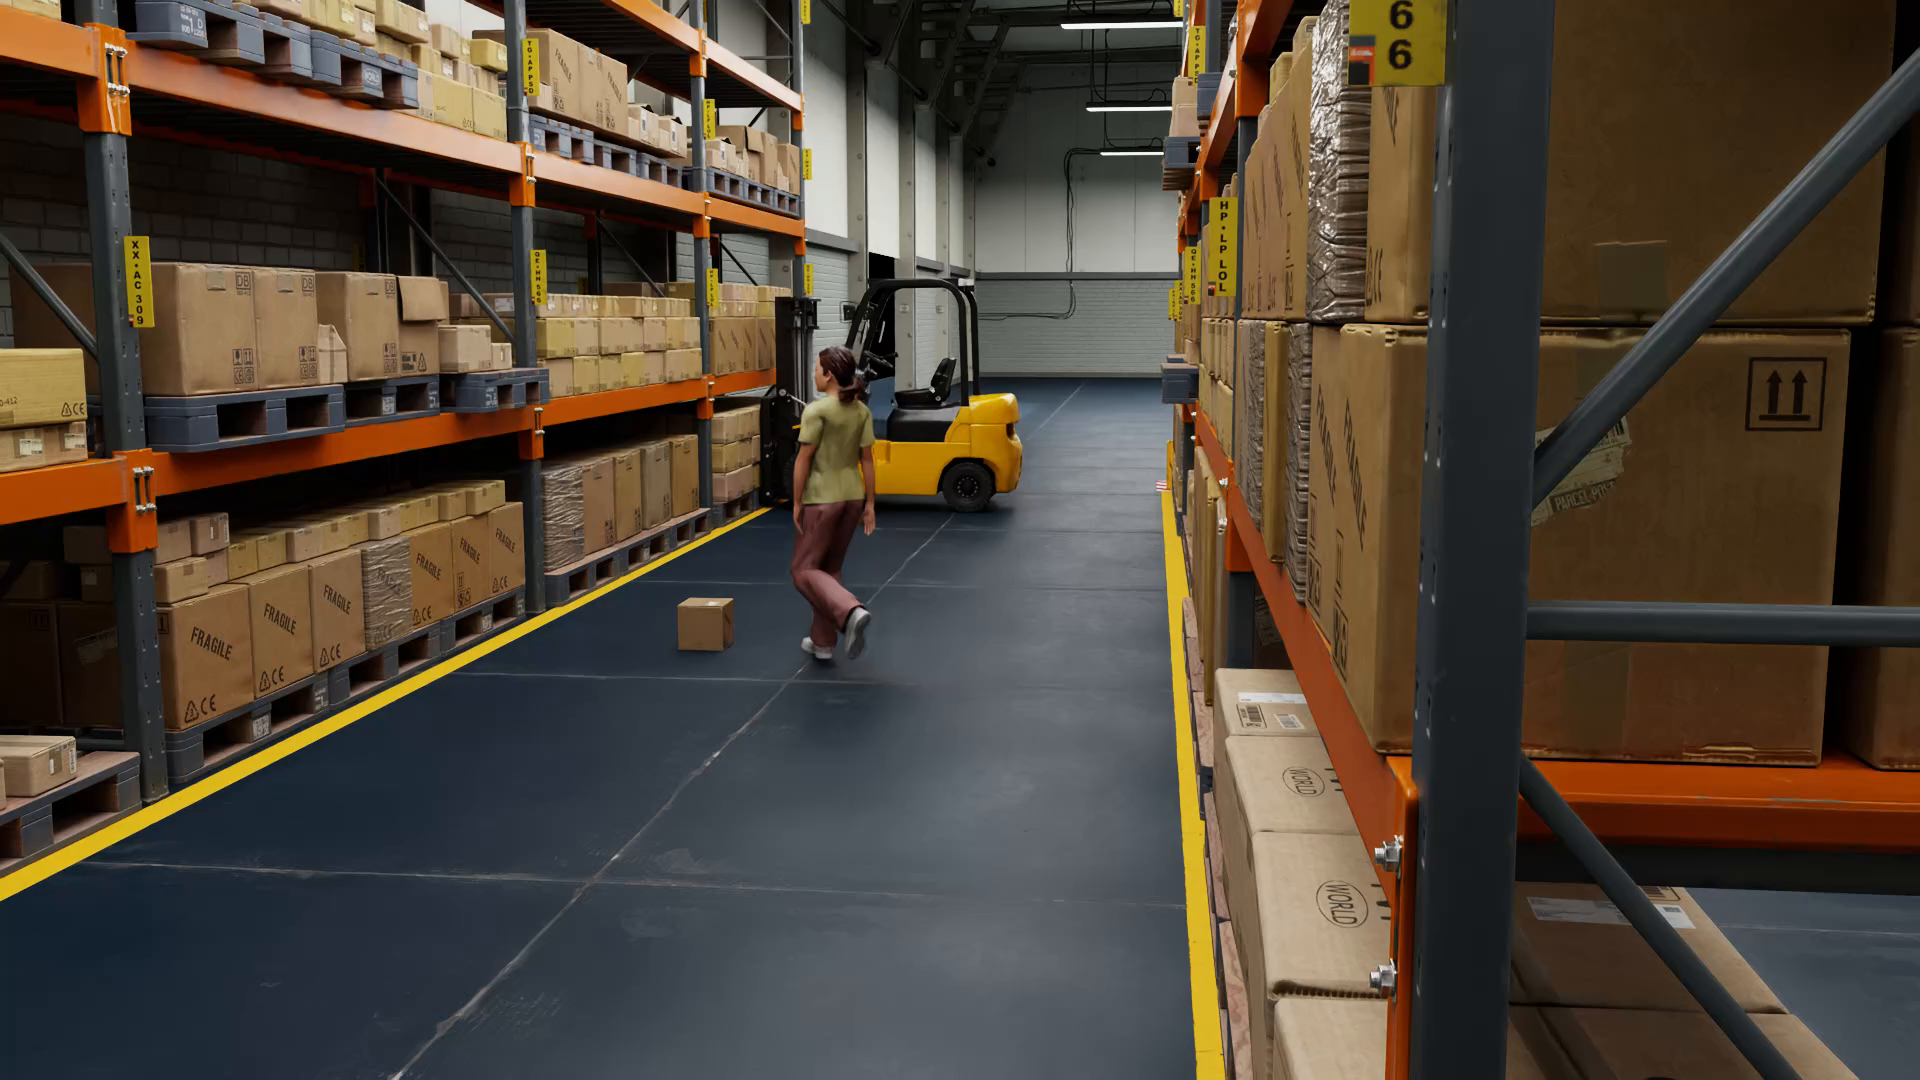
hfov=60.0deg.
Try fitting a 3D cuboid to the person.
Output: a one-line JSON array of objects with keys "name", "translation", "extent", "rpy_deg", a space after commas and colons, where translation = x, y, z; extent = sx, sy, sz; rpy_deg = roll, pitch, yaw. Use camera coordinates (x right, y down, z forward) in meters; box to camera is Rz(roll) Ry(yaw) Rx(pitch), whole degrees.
[{"name": "person", "translation": [-0.645, -0.174, 8.564], "extent": [0.471, 1.642, 0.779], "rpy_deg": [-6, 10, -38]}]
